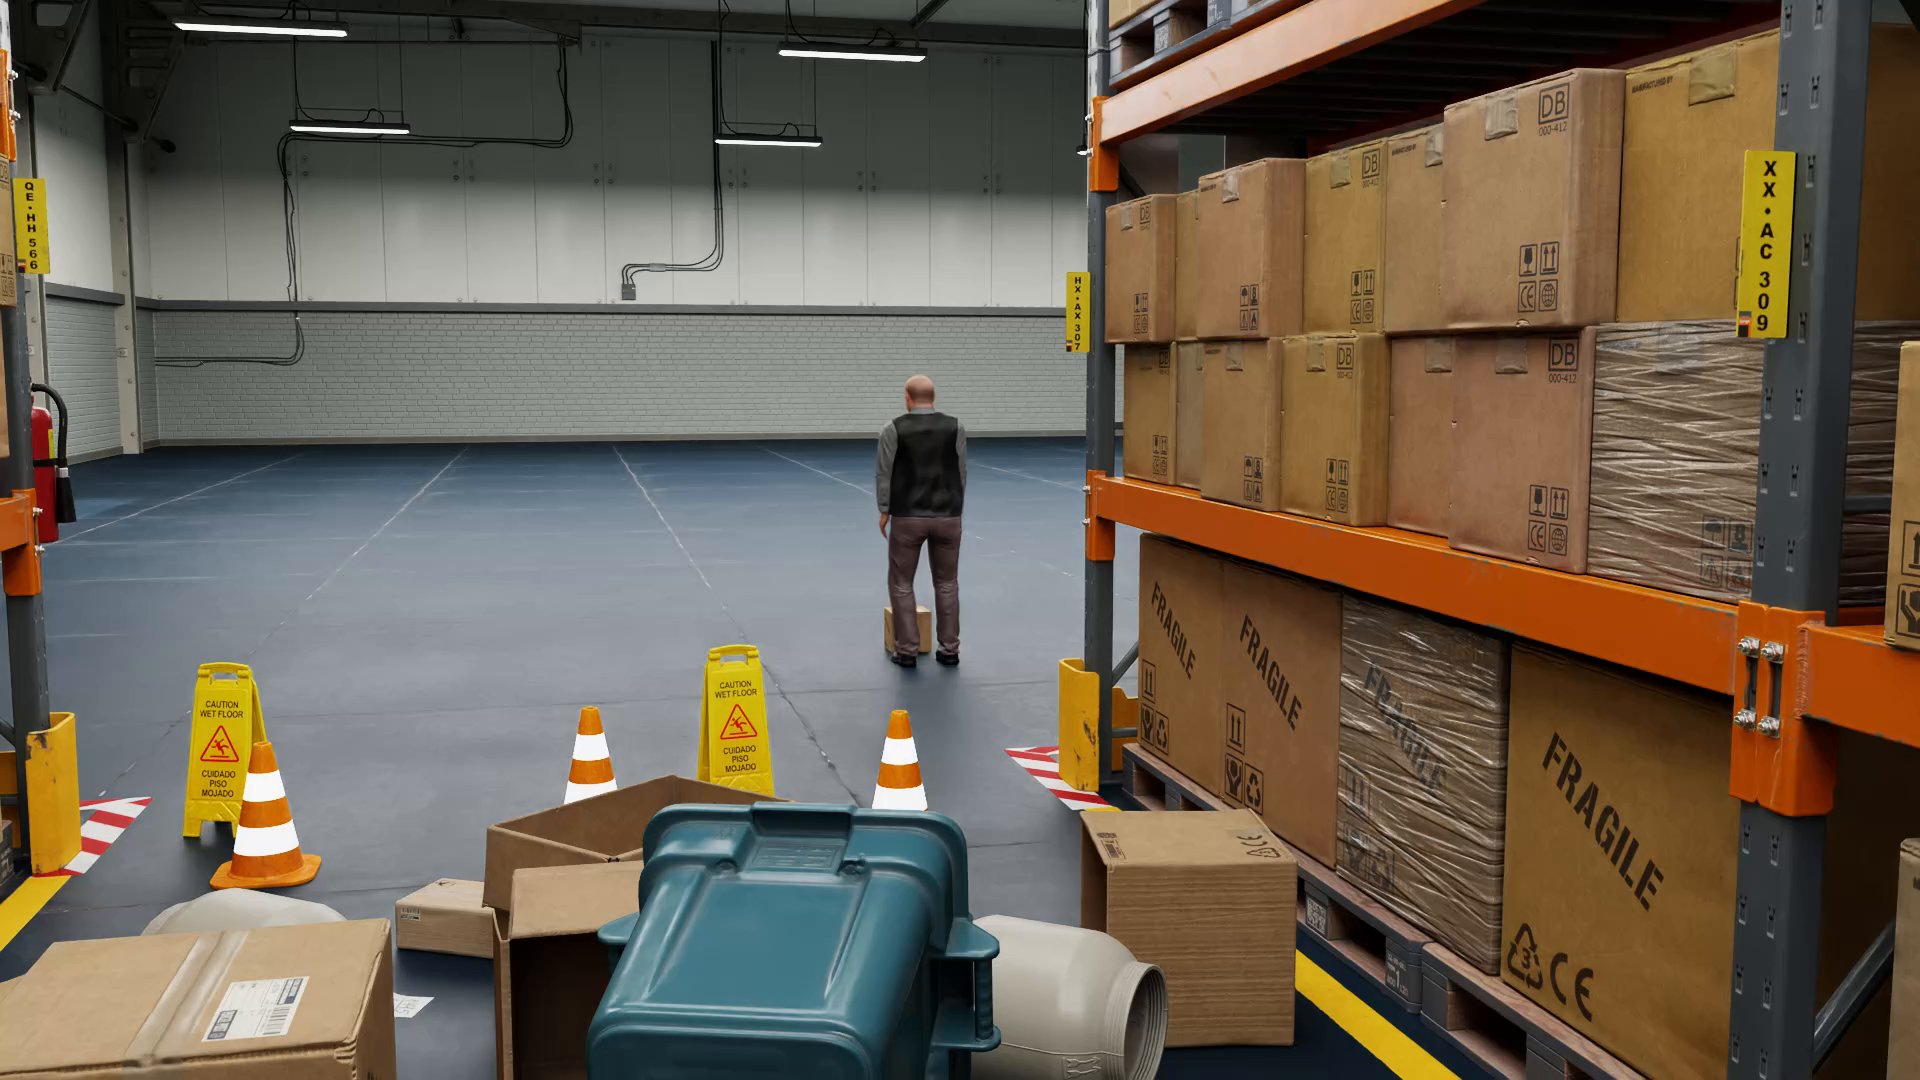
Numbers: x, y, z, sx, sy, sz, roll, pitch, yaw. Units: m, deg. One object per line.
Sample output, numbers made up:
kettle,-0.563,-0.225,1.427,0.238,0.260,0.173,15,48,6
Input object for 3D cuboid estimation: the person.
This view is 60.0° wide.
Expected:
person,-0.227,-0.110,9.748,0.546,1.698,0.378,-1,6,-12
